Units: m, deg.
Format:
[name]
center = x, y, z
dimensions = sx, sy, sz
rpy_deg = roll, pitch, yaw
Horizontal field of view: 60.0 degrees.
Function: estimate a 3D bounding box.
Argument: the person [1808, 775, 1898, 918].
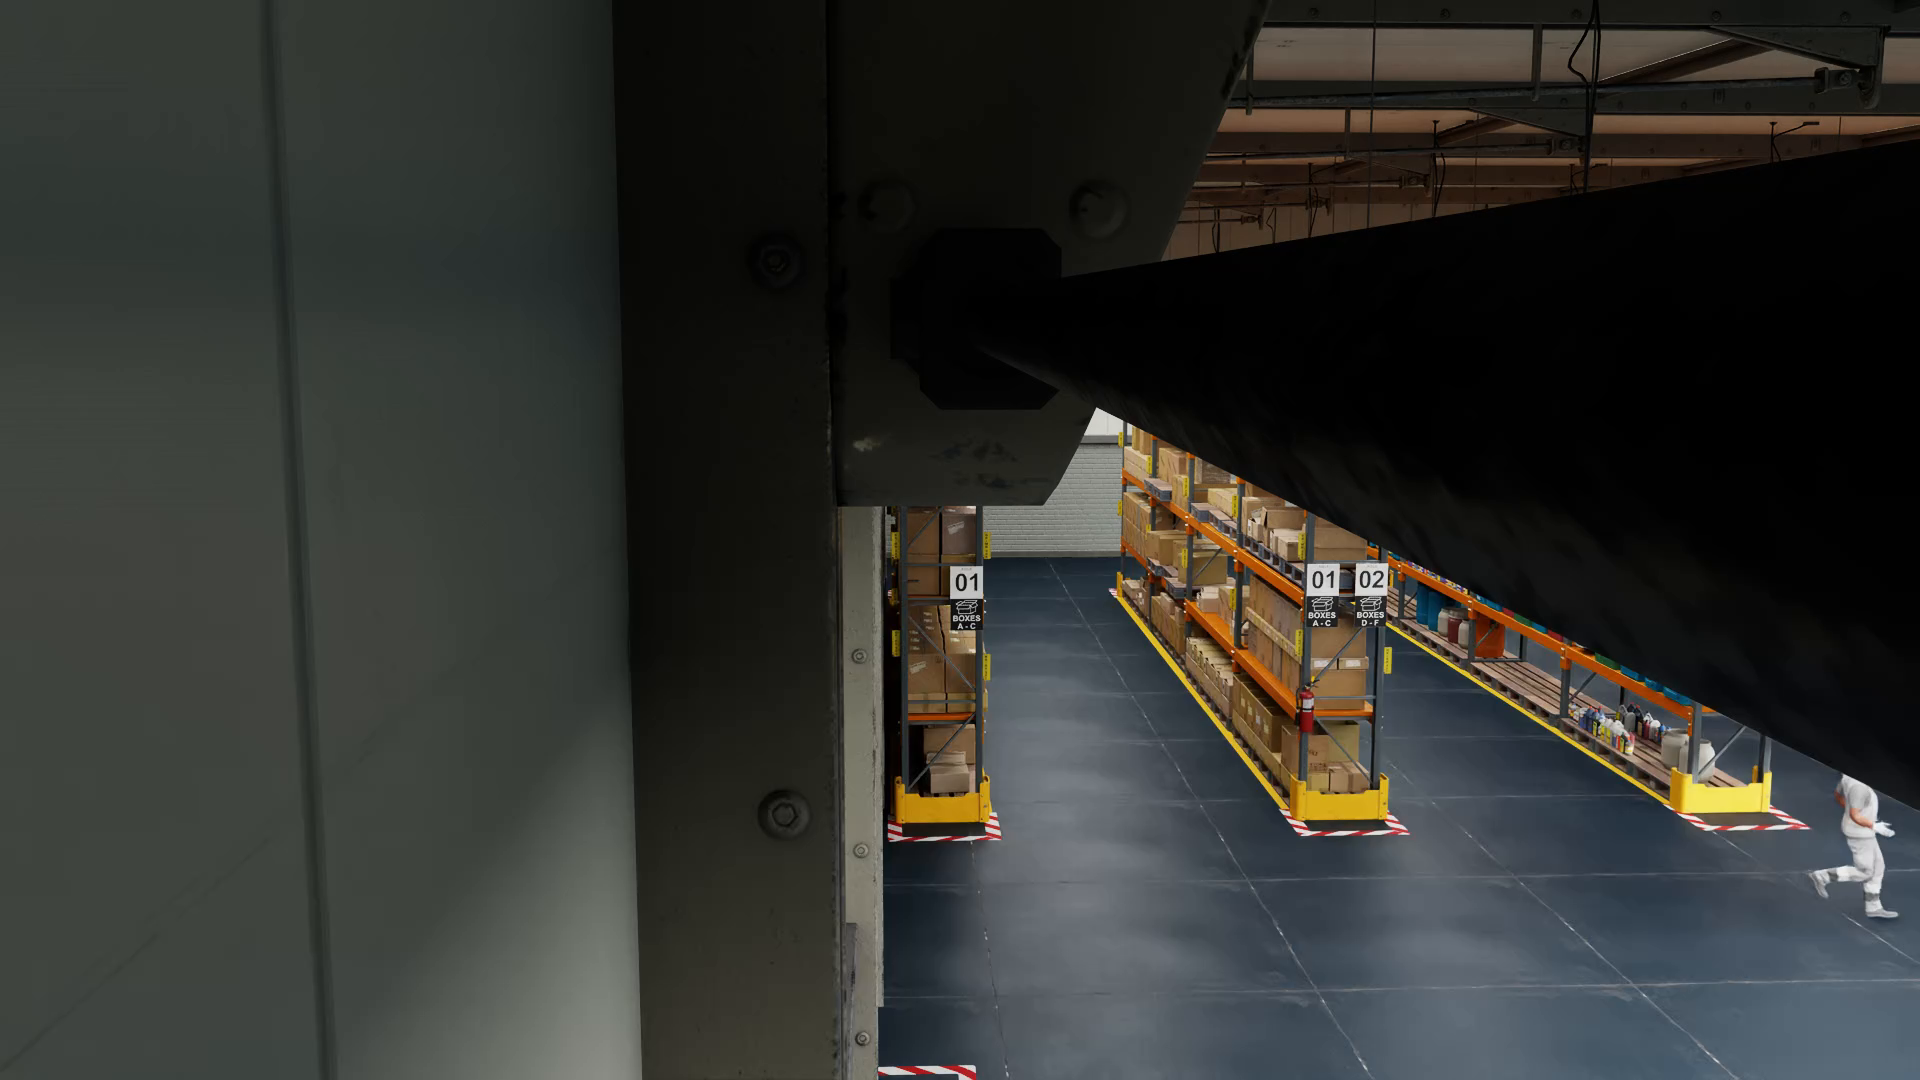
[person]
center = 9.342, 3.056, 17.313
dimensions = 0.866, 1.755, 0.669
rpy_deg = 3, 9, 22
